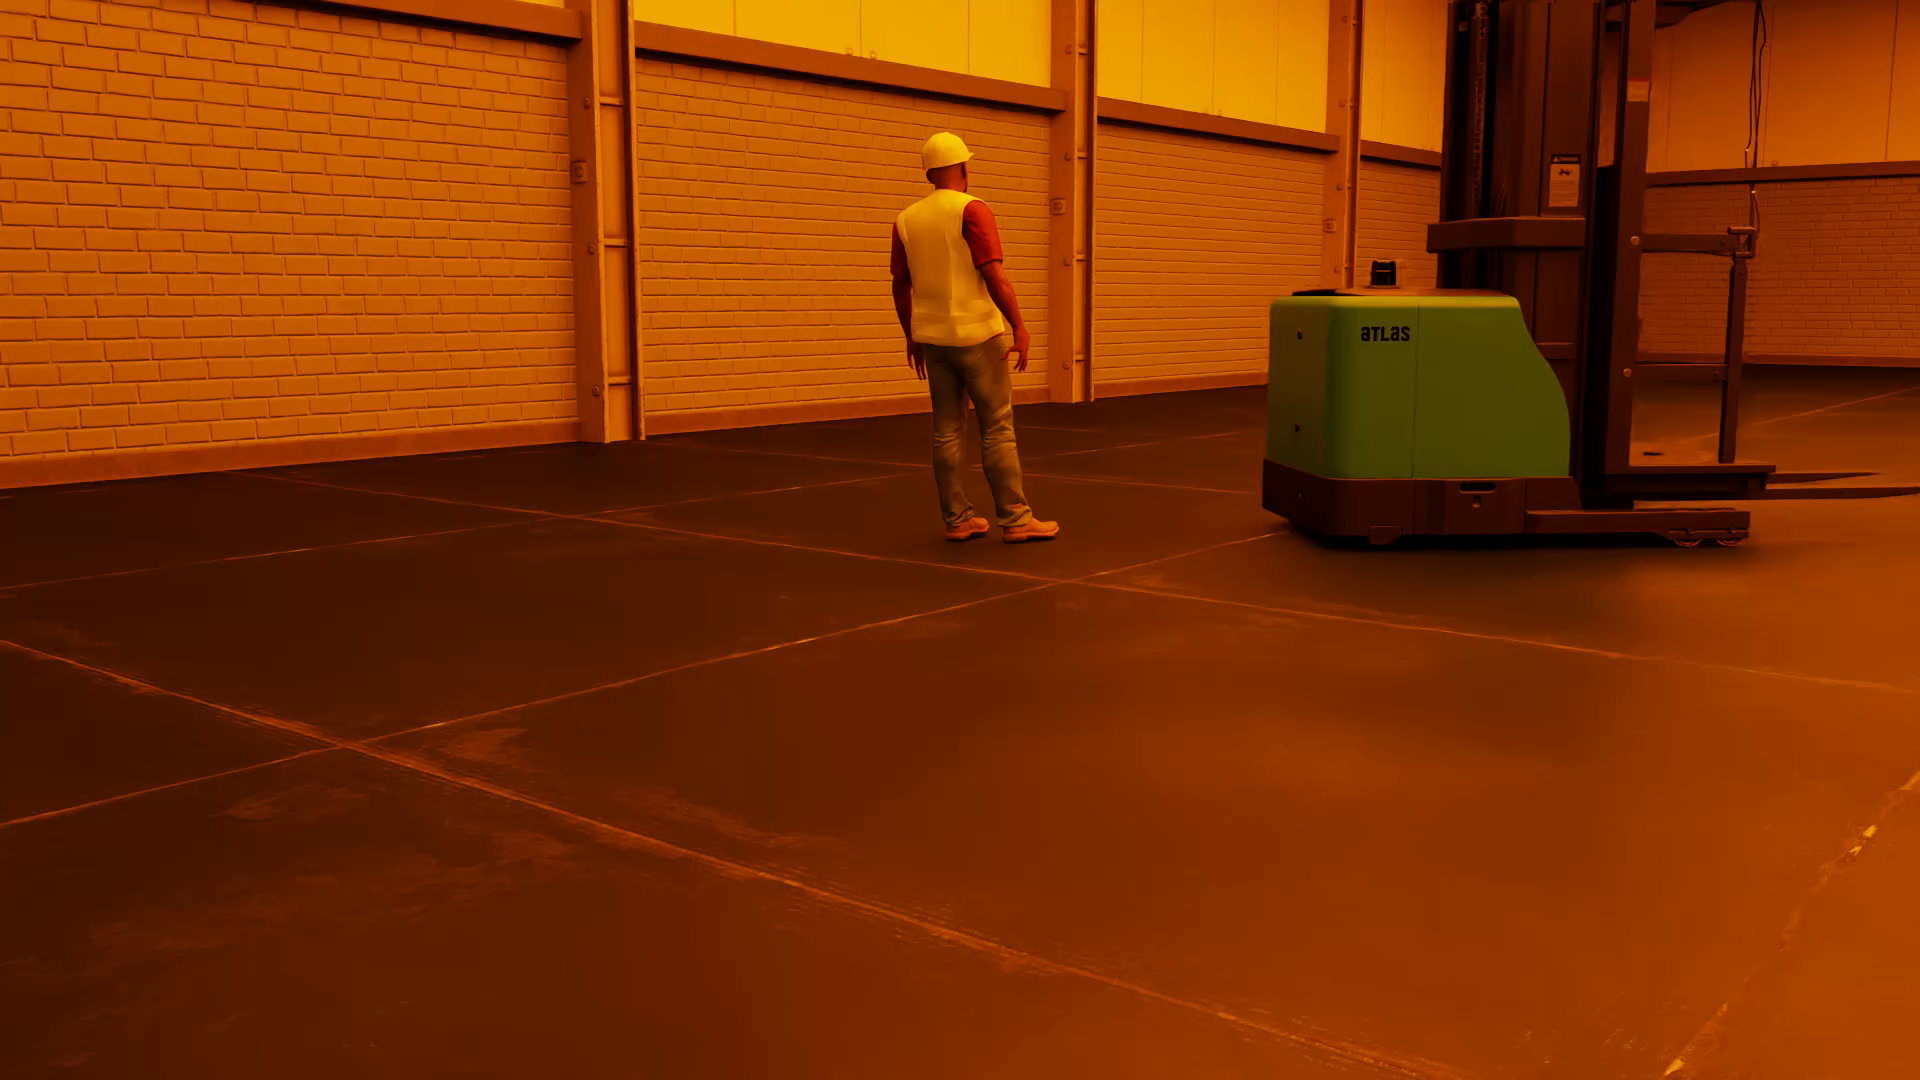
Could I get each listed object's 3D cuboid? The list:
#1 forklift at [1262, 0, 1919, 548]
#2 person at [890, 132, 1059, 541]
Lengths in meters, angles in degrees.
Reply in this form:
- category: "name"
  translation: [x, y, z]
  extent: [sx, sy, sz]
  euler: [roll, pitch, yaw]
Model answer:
- category: "forklift"
  translation: [2.996, -1.493, 7.485]
  extent: [3.031, 2.935, 1.130]
  euler: [-1, 8, -6]
- category: "person"
  translation: [0.048, -0.888, 7.325]
  extent: [0.665, 1.765, 0.577]
  euler: [7, 11, 38]
